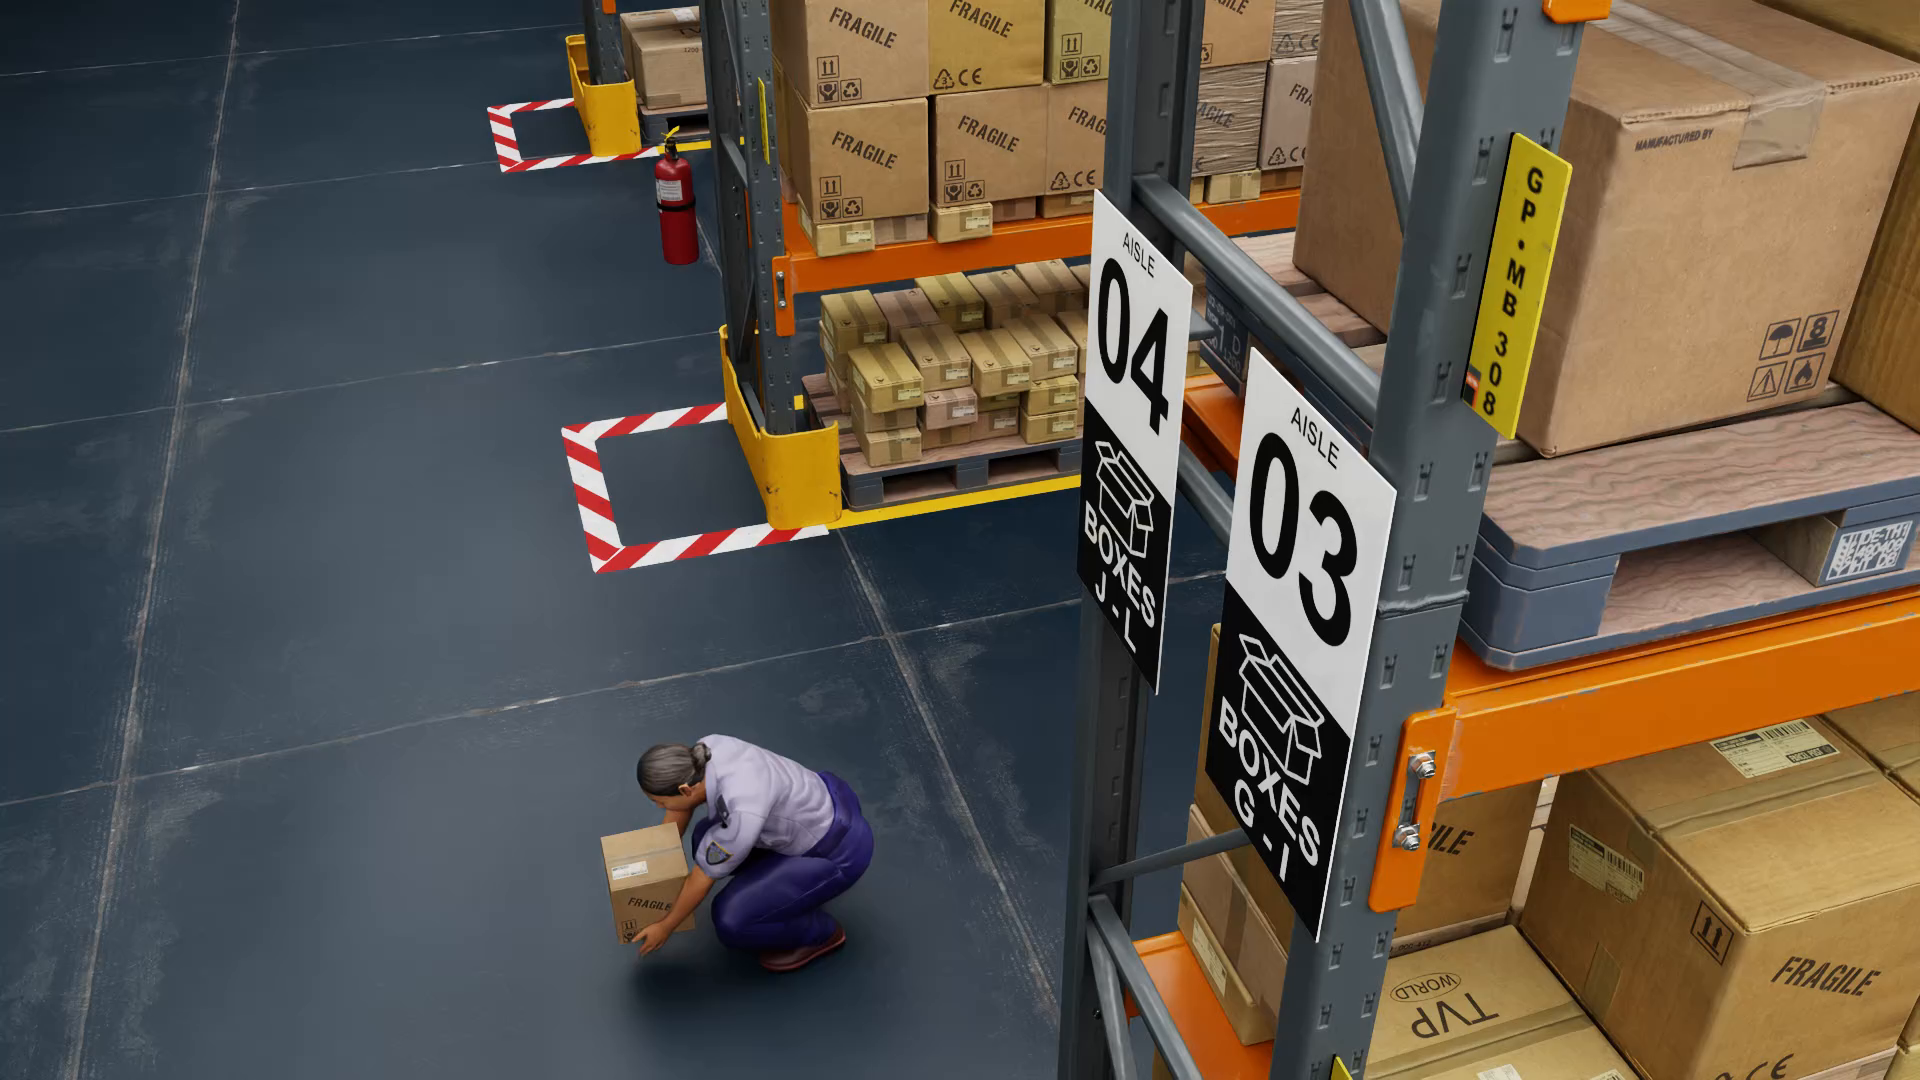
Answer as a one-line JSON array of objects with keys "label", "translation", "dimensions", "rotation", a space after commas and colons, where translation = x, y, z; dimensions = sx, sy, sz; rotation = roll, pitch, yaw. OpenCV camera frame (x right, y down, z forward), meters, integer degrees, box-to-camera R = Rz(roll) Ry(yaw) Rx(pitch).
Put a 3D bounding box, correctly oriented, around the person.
[{"label": "person", "translation": [-0.691, 0.948, 5.397], "dimensions": [0.848, 0.942, 0.507], "rotation": [-11, 36, -16]}]
